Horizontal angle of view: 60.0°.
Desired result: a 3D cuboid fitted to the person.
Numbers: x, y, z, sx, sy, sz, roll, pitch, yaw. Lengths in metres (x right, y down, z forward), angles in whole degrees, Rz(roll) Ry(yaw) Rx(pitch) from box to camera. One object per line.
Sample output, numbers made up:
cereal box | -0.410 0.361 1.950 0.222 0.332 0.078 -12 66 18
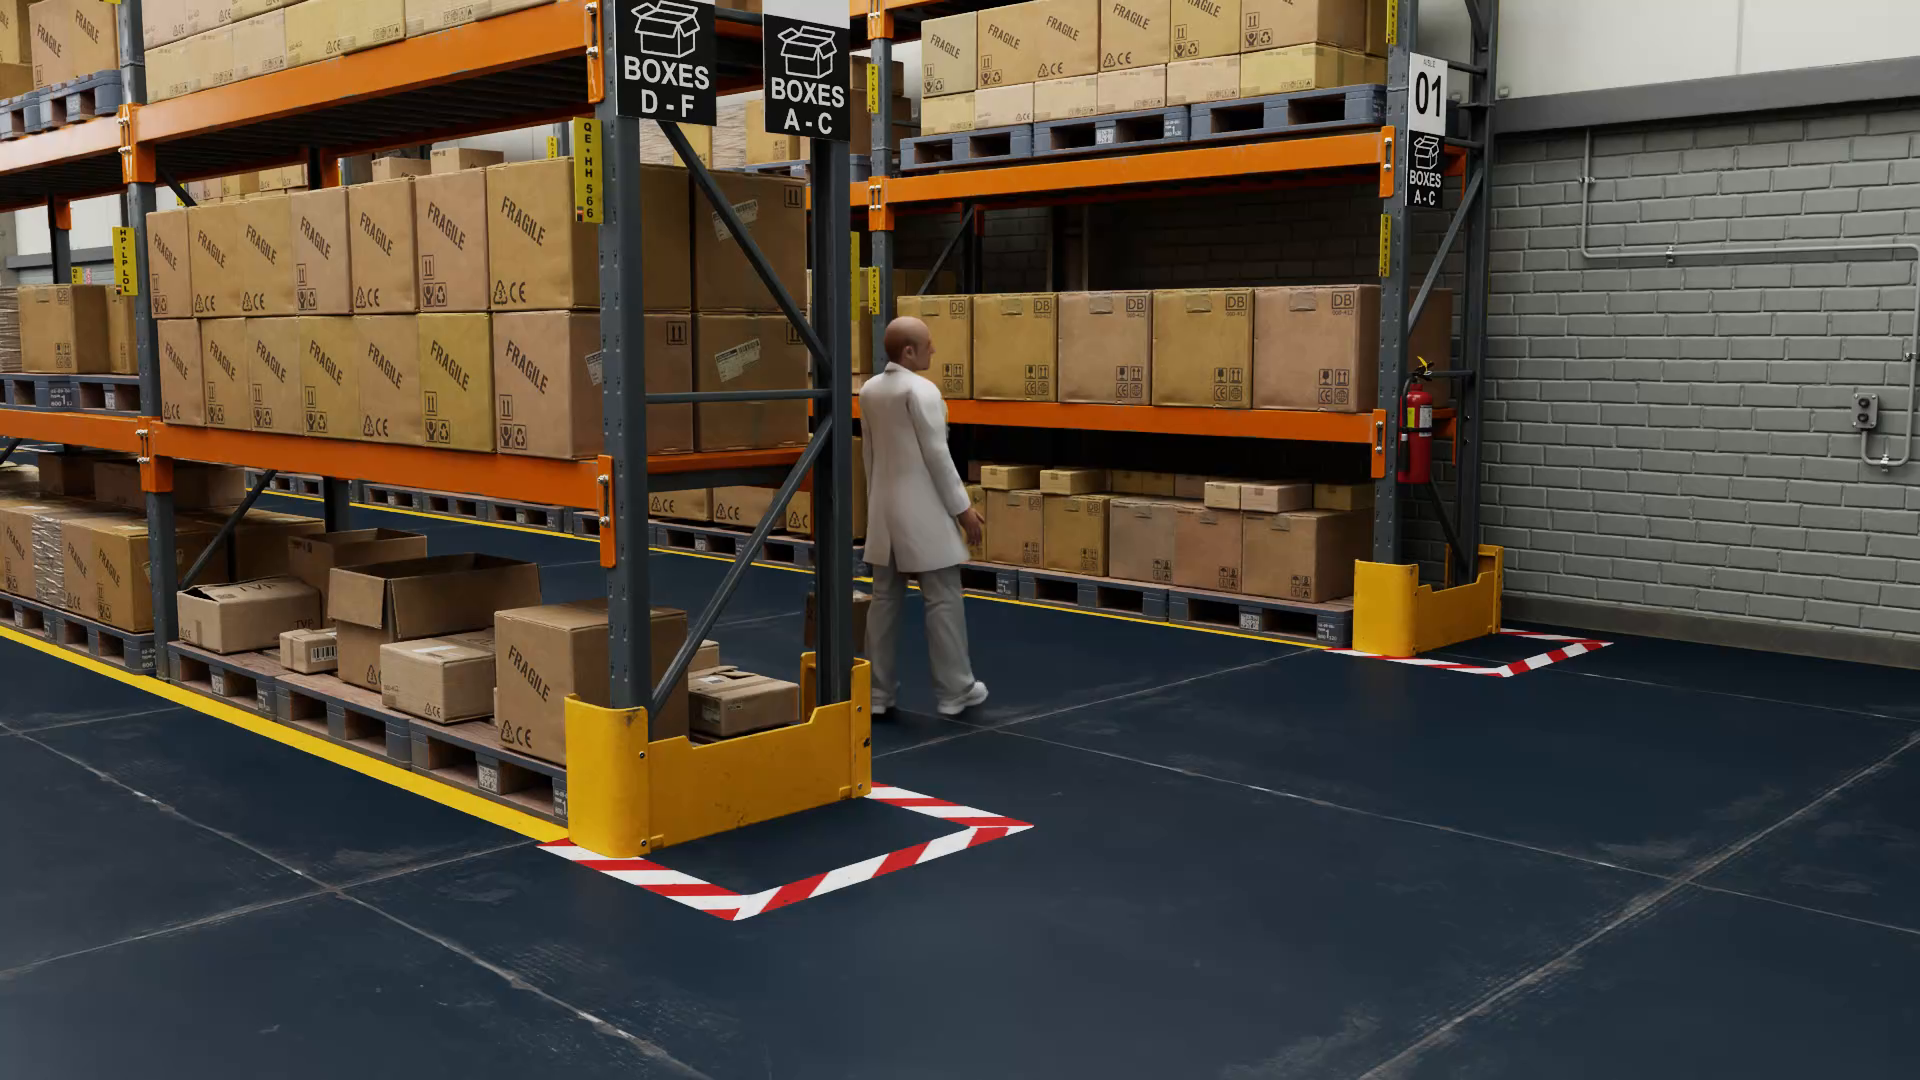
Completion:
person | -0.153 -0.108 7.497 0.597 1.783 0.623 -6 9 -42
